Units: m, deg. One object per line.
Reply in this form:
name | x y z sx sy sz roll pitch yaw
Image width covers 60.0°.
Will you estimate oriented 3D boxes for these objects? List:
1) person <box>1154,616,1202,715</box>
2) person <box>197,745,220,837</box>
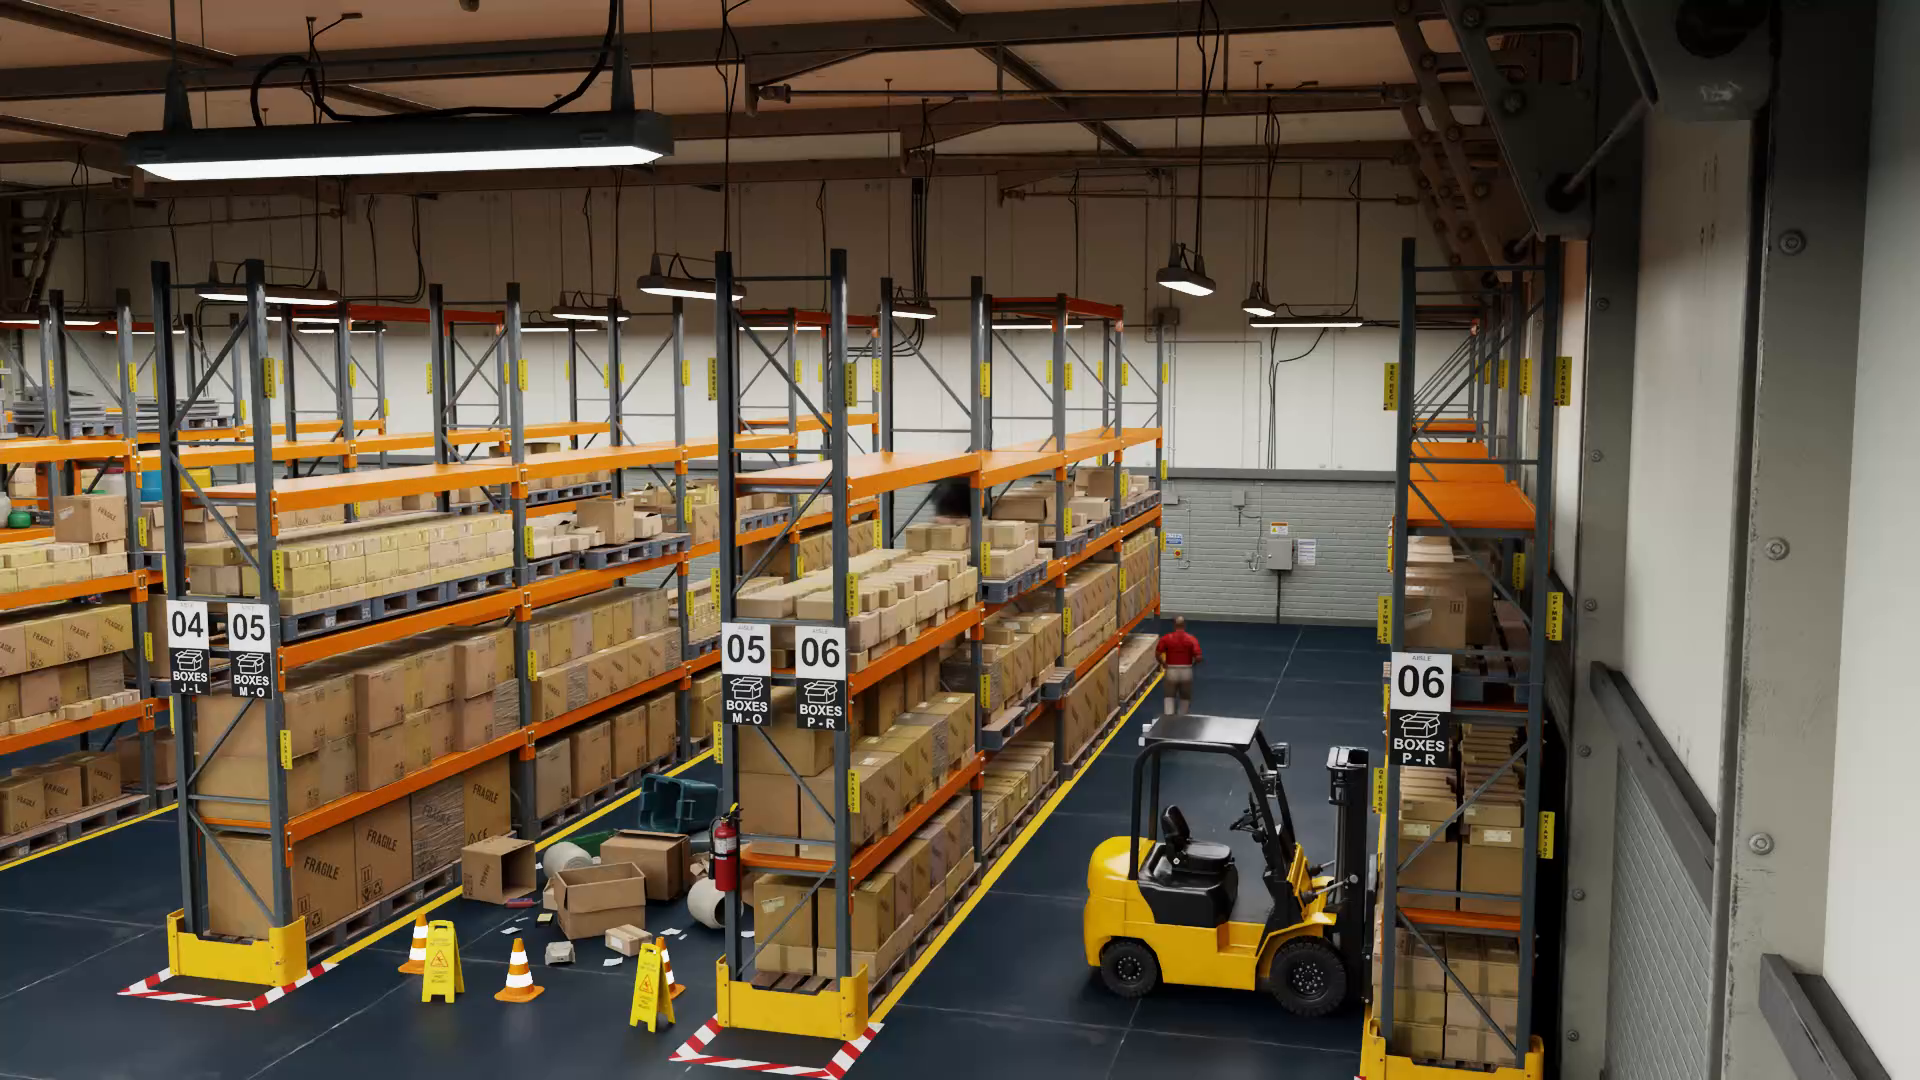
person | 3.048 1.880 23.179 0.659 1.674 0.600 1 6 11
person | -7.430 2.531 16.831 0.656 1.743 0.615 0 6 5
